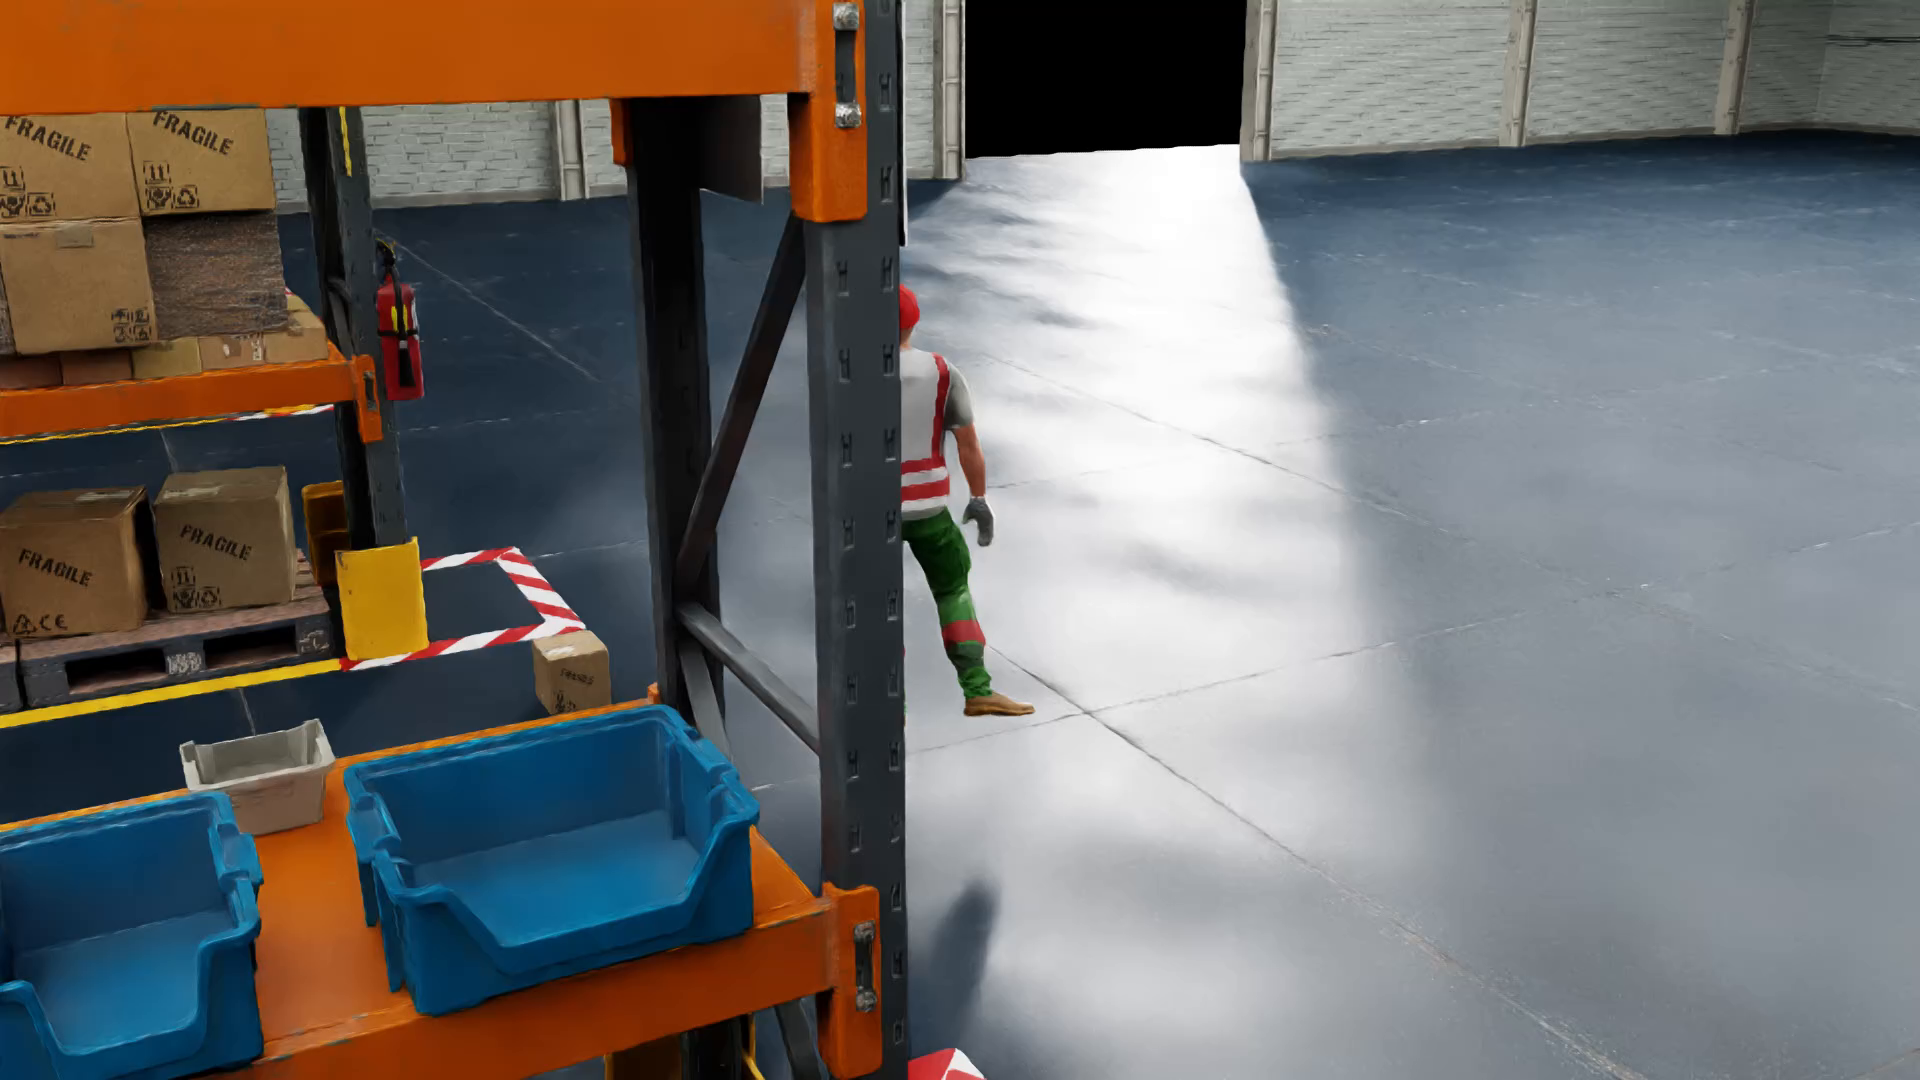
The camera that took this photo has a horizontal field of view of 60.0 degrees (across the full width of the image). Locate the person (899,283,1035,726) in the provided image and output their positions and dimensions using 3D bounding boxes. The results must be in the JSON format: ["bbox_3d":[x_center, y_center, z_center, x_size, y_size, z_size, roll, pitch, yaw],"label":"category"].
[{"bbox_3d":[-0.140,-0.092,6.304,0.737,1.786,0.628,-7,19,-19],"label":"person"}]
